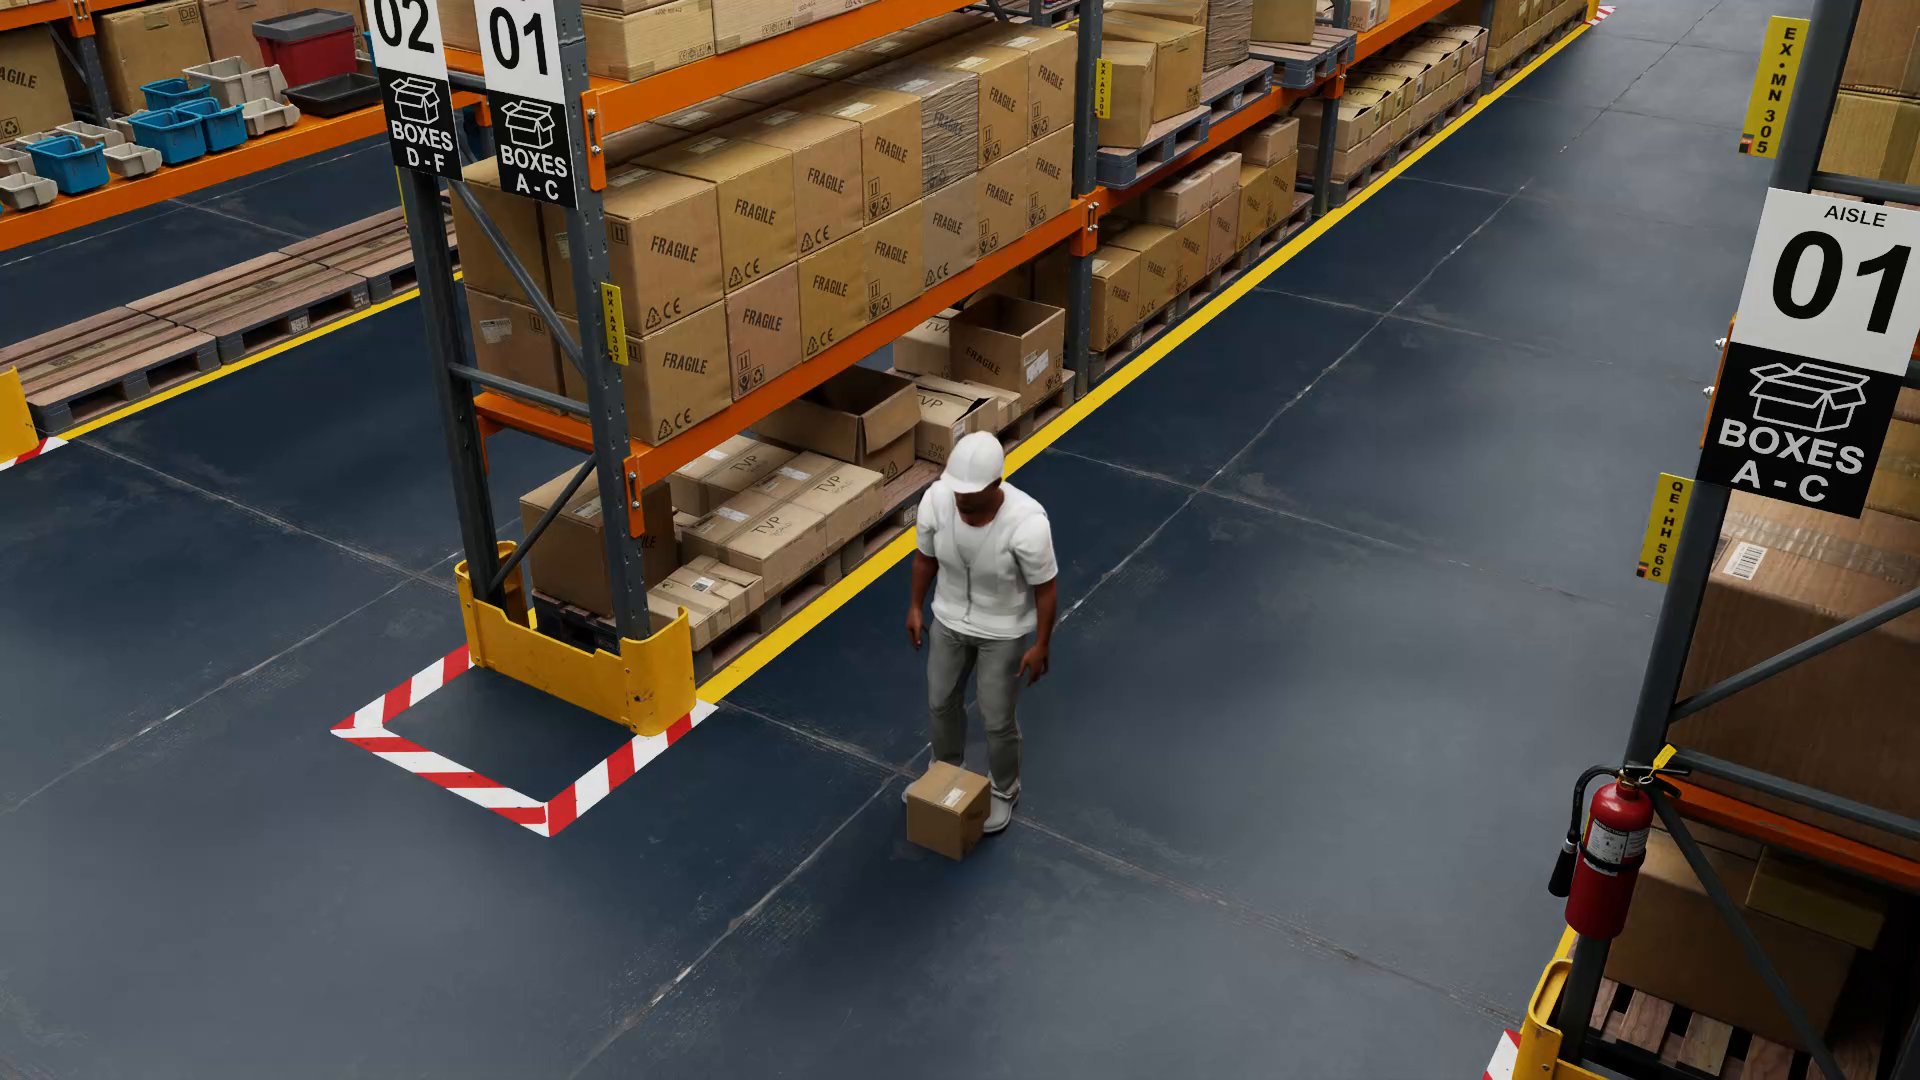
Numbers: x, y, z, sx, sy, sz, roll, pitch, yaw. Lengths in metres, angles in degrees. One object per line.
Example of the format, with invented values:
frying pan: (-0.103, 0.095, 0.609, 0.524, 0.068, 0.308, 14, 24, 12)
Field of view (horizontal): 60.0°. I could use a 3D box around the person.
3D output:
person: (0.067, 0.344, 6.525, 0.626, 1.759, 0.463, 16, 34, 25)
